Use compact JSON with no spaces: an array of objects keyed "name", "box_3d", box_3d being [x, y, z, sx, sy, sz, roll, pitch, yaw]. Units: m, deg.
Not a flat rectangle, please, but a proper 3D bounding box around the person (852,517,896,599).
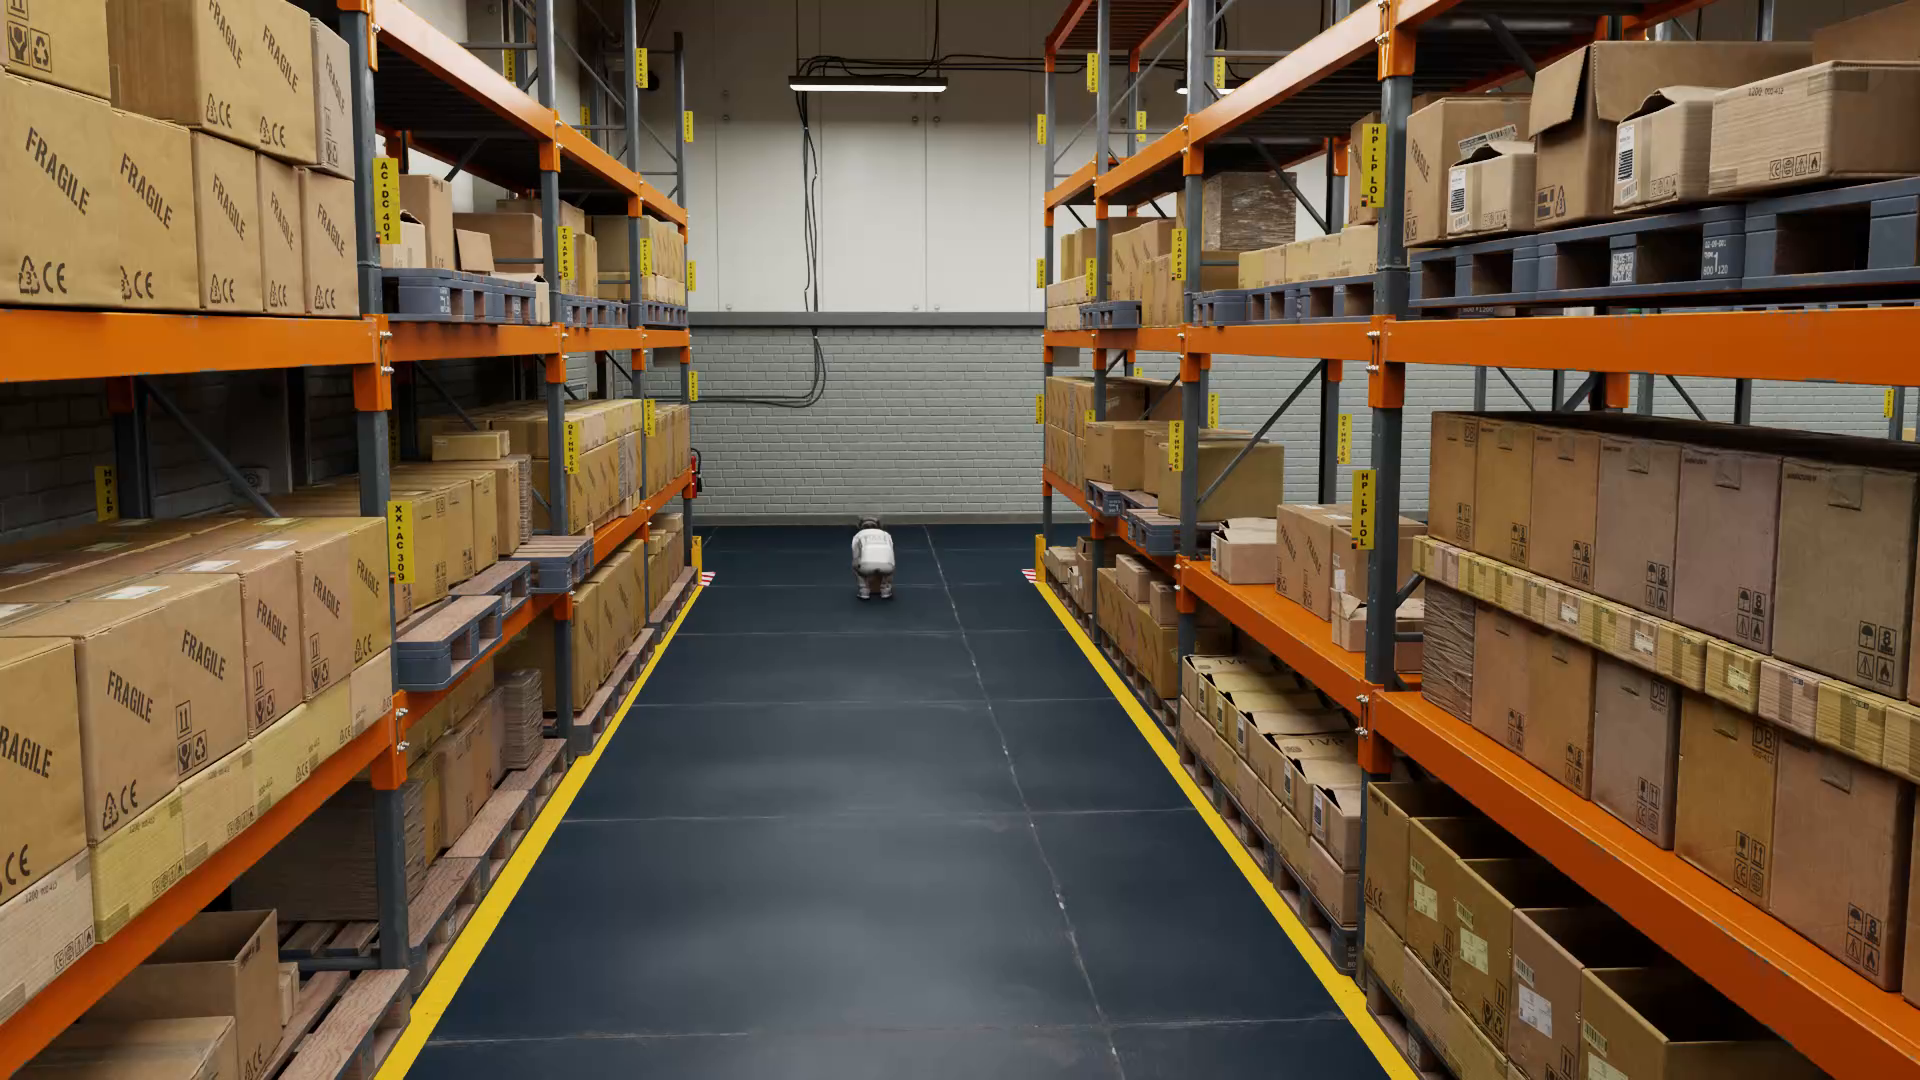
[{"name":"person","box_3d":[-0.914,0.208,17.692,0.470,0.850,0.868,0,7,-4]}]
